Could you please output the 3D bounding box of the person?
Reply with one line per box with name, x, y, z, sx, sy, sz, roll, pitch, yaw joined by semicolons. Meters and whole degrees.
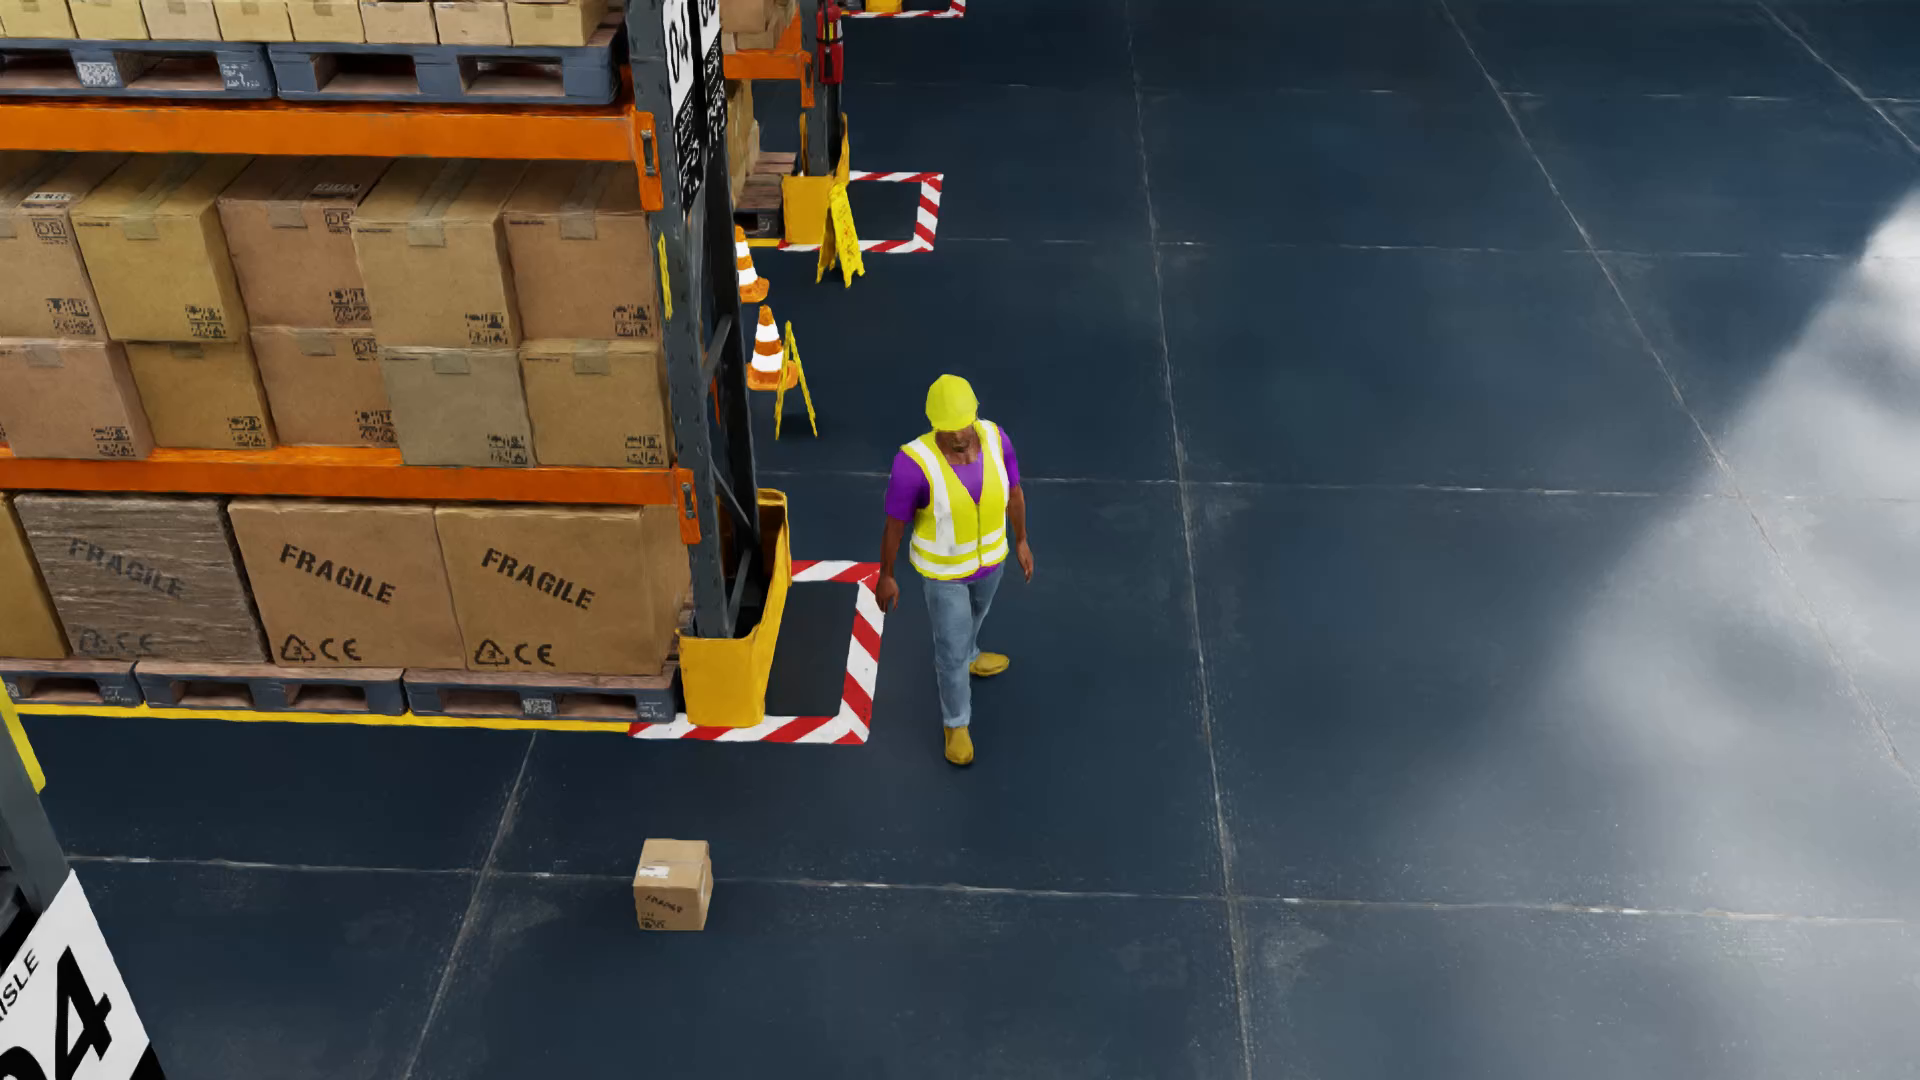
person;0.003;0.072;7.000;0.743;1.759;0.602;-23;42;-29
